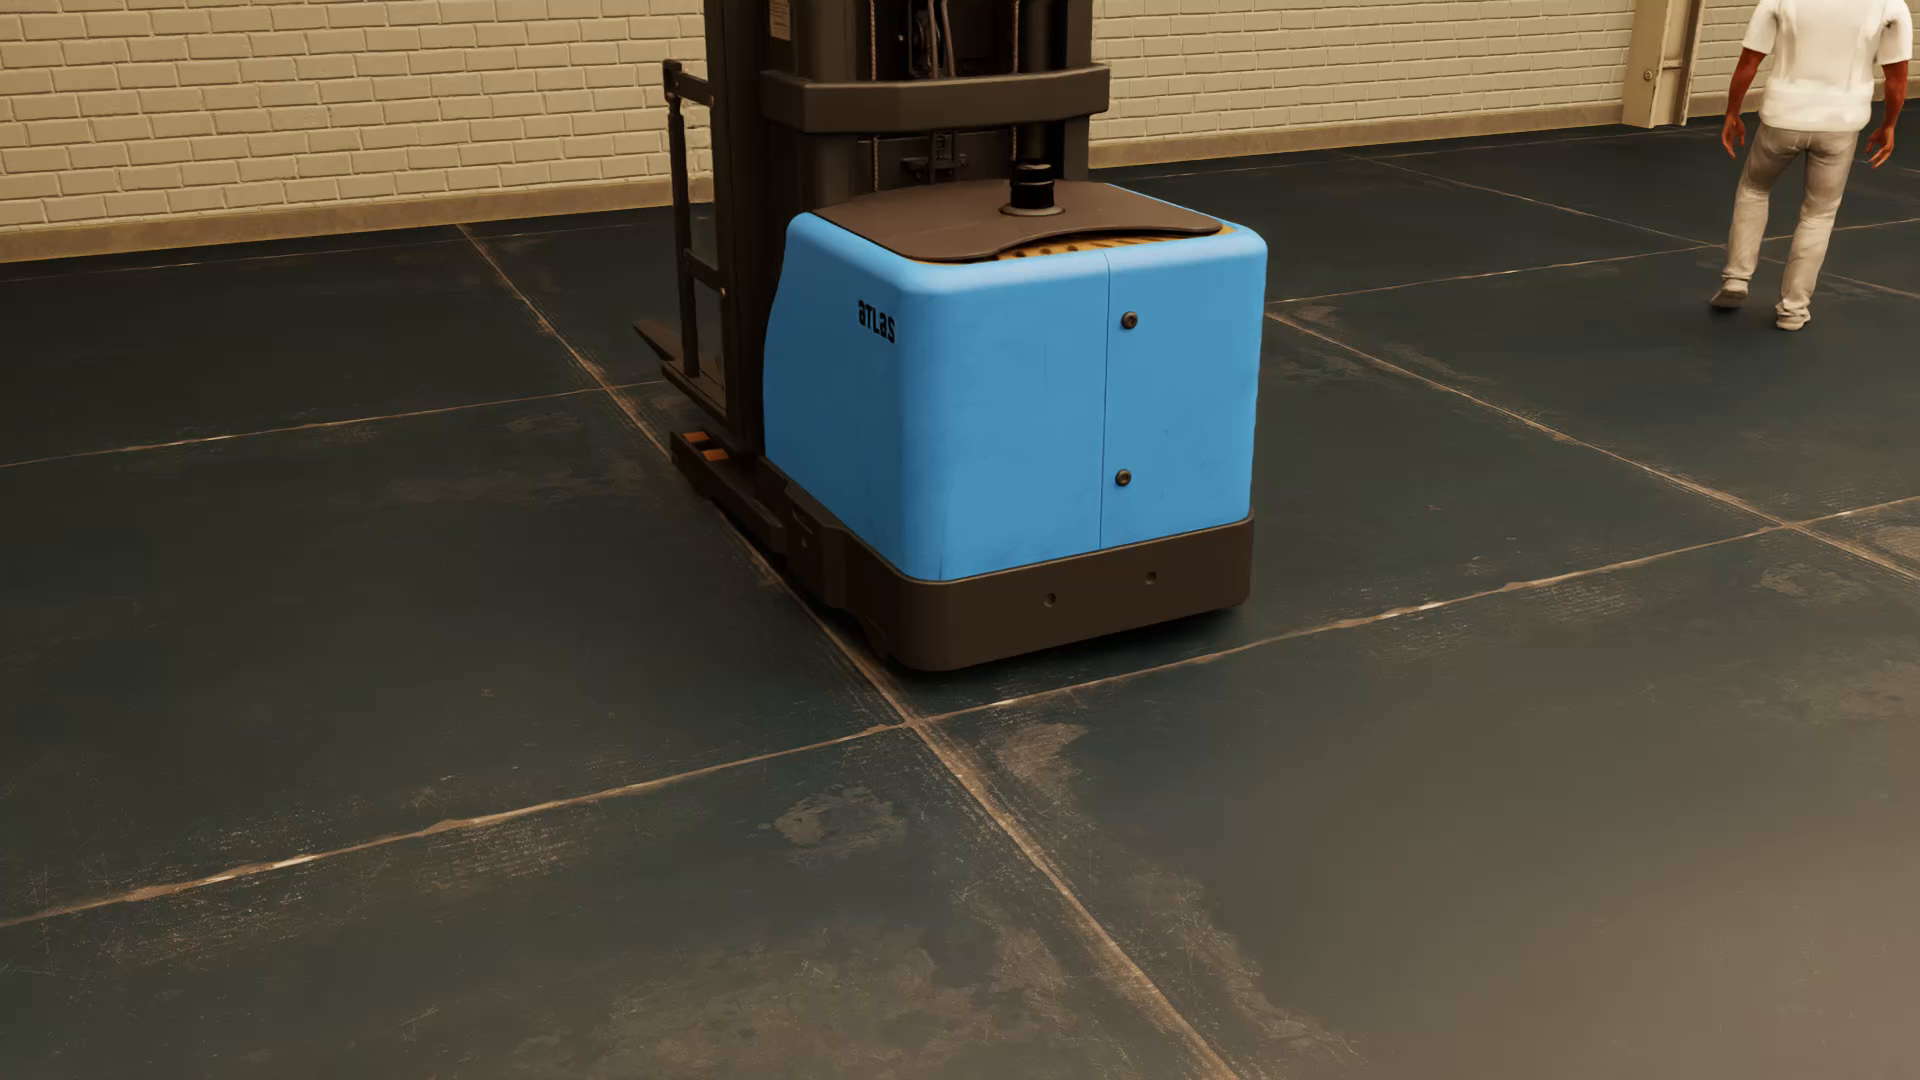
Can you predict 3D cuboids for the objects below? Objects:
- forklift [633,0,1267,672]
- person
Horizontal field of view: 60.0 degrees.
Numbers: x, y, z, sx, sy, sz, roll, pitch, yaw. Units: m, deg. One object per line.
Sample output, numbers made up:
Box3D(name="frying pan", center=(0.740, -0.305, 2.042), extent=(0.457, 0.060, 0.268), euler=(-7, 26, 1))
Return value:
Box3D(name="forklift", center=(-0.319, -1.555, 5.029), extent=(1.130, 2.935, 3.031), euler=(-11, 25, -25))
Box3D(name="person", center=(3.689, -1.798, 7.218), extent=(0.677, 1.786, 0.498), euler=(11, 25, 25))
